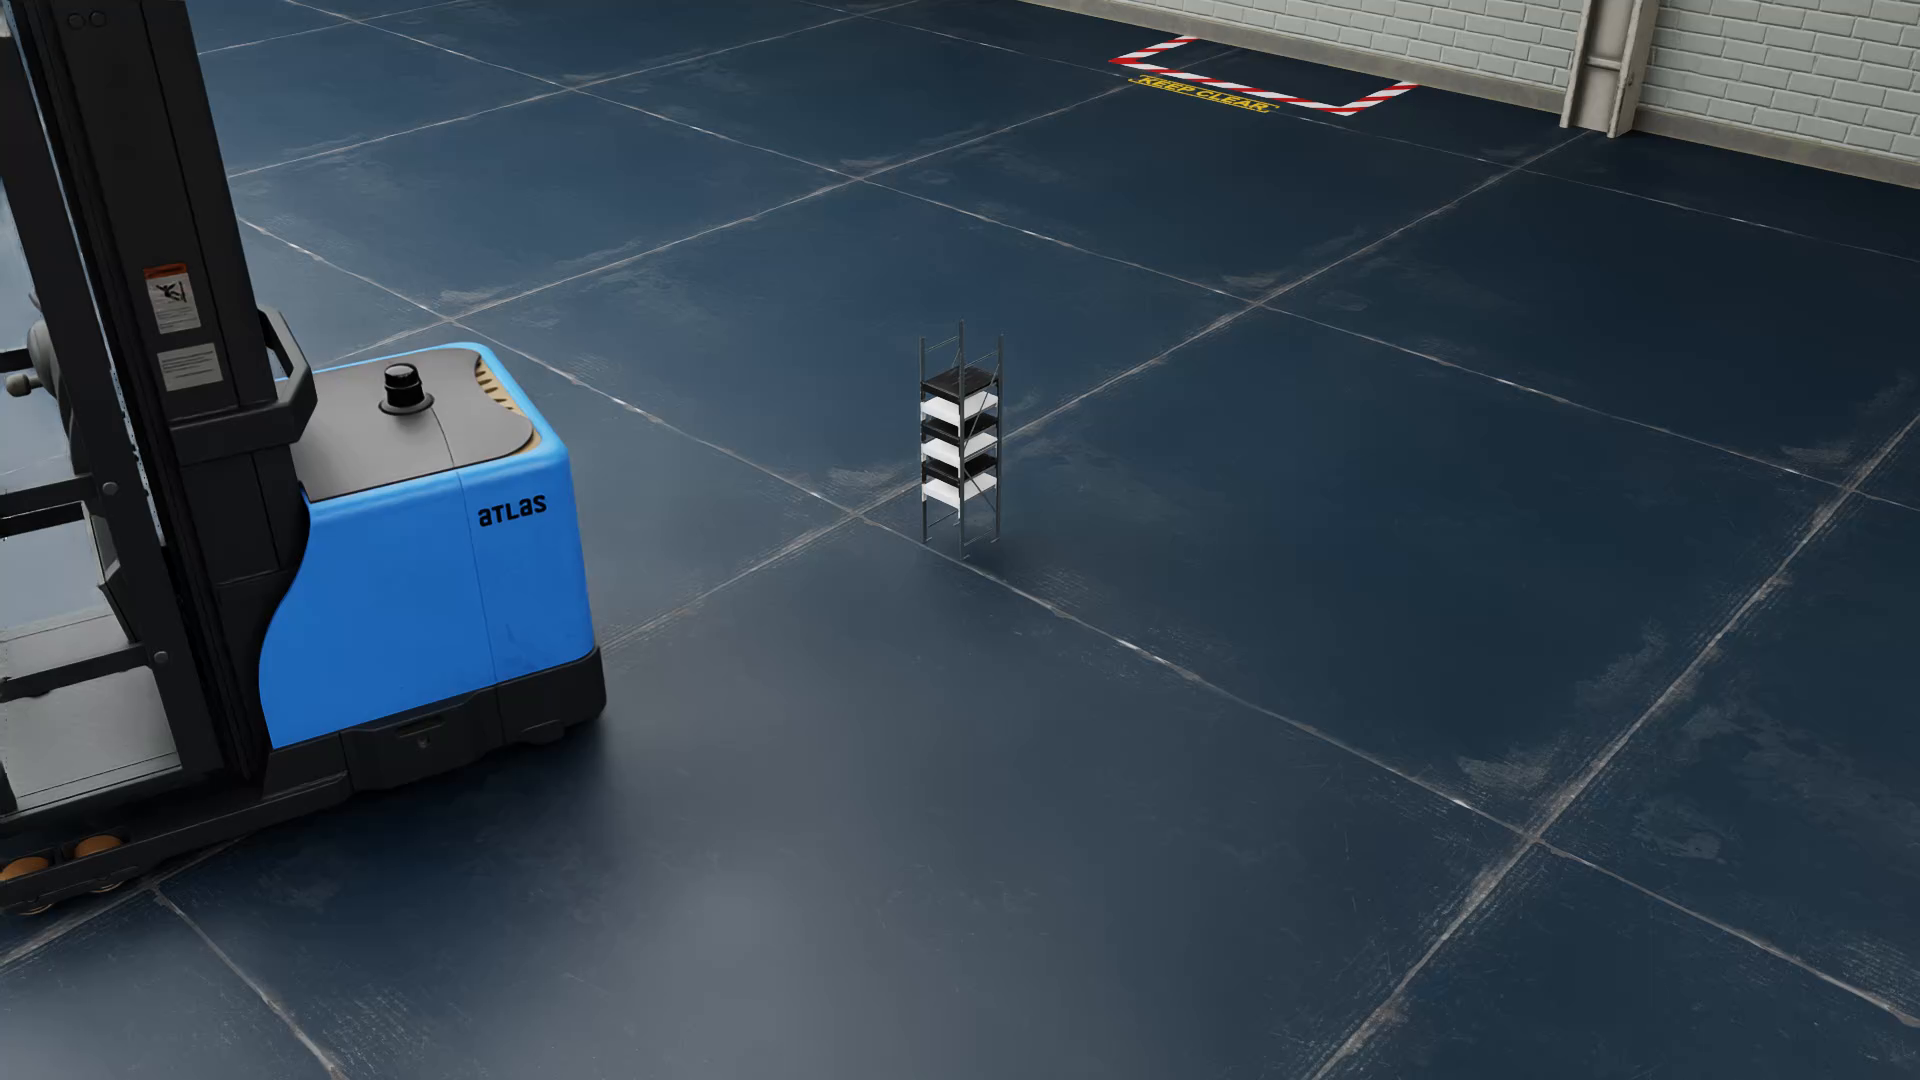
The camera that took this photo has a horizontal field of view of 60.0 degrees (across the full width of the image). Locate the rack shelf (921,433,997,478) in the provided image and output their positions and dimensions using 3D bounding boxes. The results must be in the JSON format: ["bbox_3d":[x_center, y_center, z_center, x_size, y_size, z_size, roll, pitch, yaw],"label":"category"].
[{"bbox_3d":[0.006,-0.354,6.530,0.200,0.077,0.258,25,39,35],"label":"rack shelf"}]

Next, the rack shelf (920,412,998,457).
[{"bbox_3d":[0.006,-0.431,6.484,0.200,0.077,0.258,25,39,35],"label":"rack shelf"}]

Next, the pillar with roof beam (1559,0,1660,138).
[{"bbox_3d":[1.506,-5.061,6.432,0.400,9.000,9.100,25,39,35],"label":"pillar with roof beam"}]

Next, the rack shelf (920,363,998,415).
[{"bbox_3d":[0.006,-0.585,6.391,0.200,0.077,0.258,25,39,35],"label":"rack shelf"}]

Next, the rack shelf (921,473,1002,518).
[{"bbox_3d":[0.006,-0.200,6.623,0.200,0.077,0.258,25,39,35],"label":"rack shelf"}]

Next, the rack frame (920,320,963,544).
[{"bbox_3d":[-0.069,-0.418,6.572,0.006,0.900,0.240,25,39,35],"label":"rack frame"}]

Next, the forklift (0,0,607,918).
[{"bbox_3d":[-2.745,-0.462,4.675,3.031,2.935,1.130,-16,35,-25],"label":"forklift"}]

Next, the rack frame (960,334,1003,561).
[{"bbox_3d":[0.081,-0.348,6.455,0.006,0.900,0.240,25,39,35],"label":"rack frame"}]

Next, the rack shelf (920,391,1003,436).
[{"bbox_3d":[0.006,-0.508,6.438,0.200,0.077,0.258,25,39,35],"label":"rack shelf"}]

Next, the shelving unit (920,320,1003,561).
[{"bbox_3d":[0.006,-0.383,6.513,0.210,0.900,0.258,25,39,35],"label":"shelving unit"}]

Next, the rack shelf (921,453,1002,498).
[{"bbox_3d":[0.006,-0.277,6.577,0.200,0.077,0.258,25,39,35],"label":"rack shelf"}]
